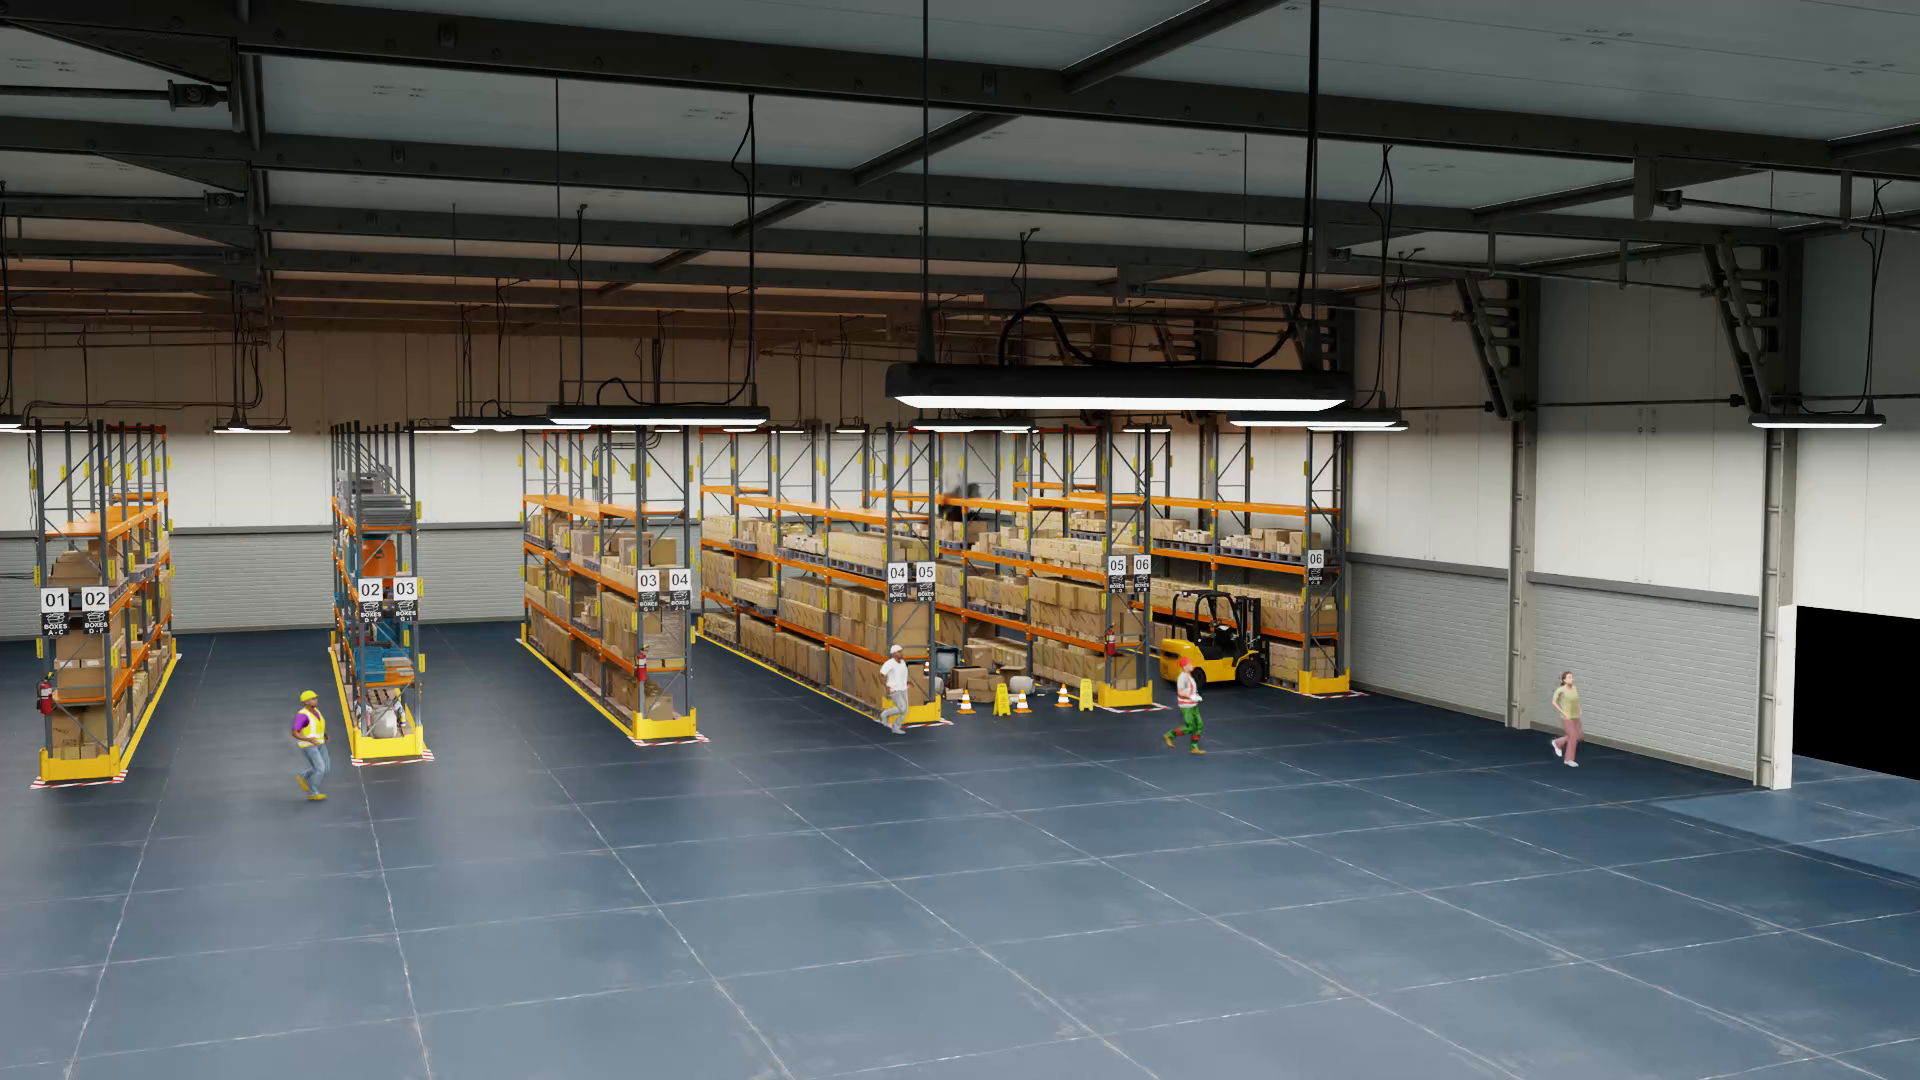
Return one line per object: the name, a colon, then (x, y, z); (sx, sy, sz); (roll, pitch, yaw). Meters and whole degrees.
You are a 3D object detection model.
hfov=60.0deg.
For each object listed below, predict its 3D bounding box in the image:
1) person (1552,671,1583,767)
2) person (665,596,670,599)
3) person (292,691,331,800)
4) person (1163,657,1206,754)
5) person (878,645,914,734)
person: (10.578, 3.105, 29.020); (0.577, 1.632, 0.580); (-2, 4, -27)
person: (-8.378, 1.868, 48.532); (0.650, 1.653, 0.876); (2, 4, 33)
person: (-10.200, 3.226, 26.169); (0.562, 1.718, 0.697); (1, 4, 9)
person: (4.063, 2.980, 29.922); (0.762, 1.745, 0.661); (1, 4, 21)
person: (-1.212, 2.872, 31.990); (0.590, 1.719, 0.715); (3, 4, 36)
